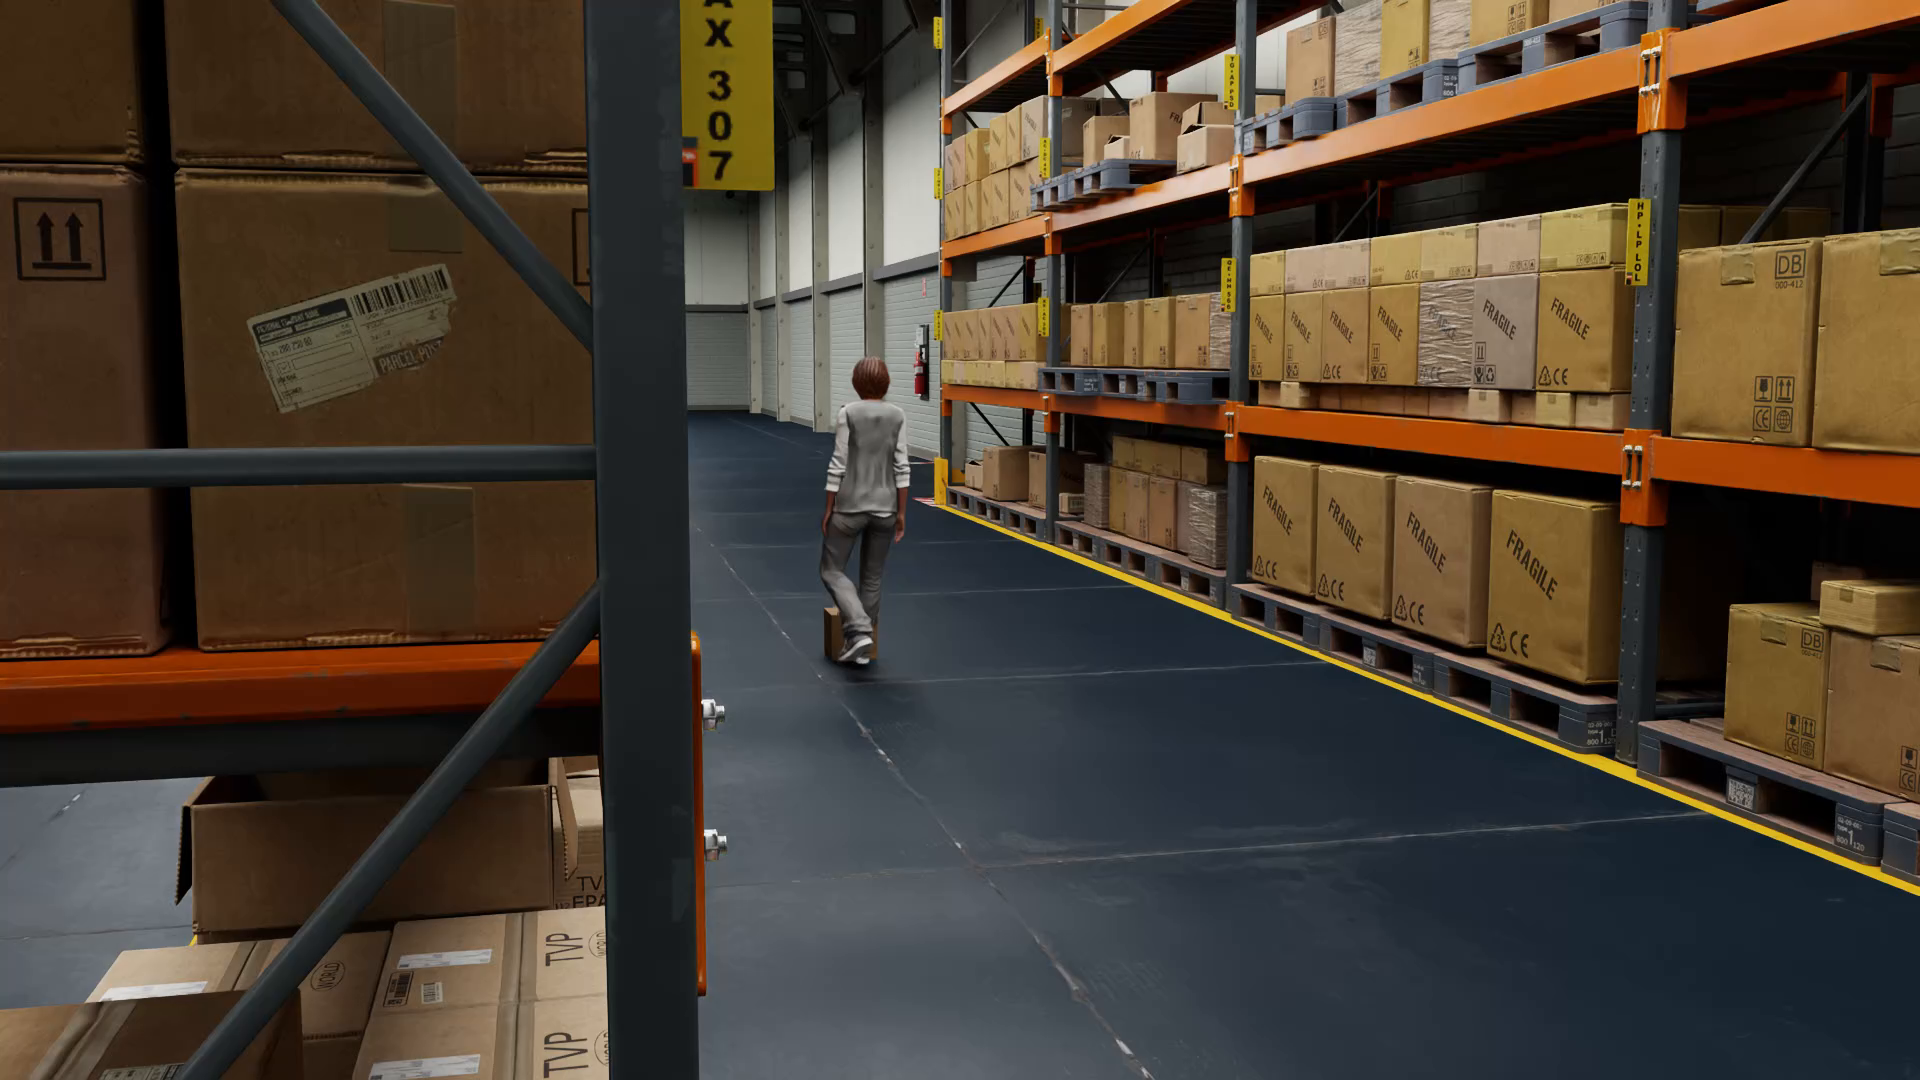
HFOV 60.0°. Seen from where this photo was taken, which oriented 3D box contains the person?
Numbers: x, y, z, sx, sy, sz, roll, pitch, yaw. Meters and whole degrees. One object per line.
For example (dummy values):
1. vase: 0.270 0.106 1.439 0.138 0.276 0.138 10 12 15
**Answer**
1. person: -0.499 -0.135 8.435 0.445 1.571 0.612 -3 7 -24
